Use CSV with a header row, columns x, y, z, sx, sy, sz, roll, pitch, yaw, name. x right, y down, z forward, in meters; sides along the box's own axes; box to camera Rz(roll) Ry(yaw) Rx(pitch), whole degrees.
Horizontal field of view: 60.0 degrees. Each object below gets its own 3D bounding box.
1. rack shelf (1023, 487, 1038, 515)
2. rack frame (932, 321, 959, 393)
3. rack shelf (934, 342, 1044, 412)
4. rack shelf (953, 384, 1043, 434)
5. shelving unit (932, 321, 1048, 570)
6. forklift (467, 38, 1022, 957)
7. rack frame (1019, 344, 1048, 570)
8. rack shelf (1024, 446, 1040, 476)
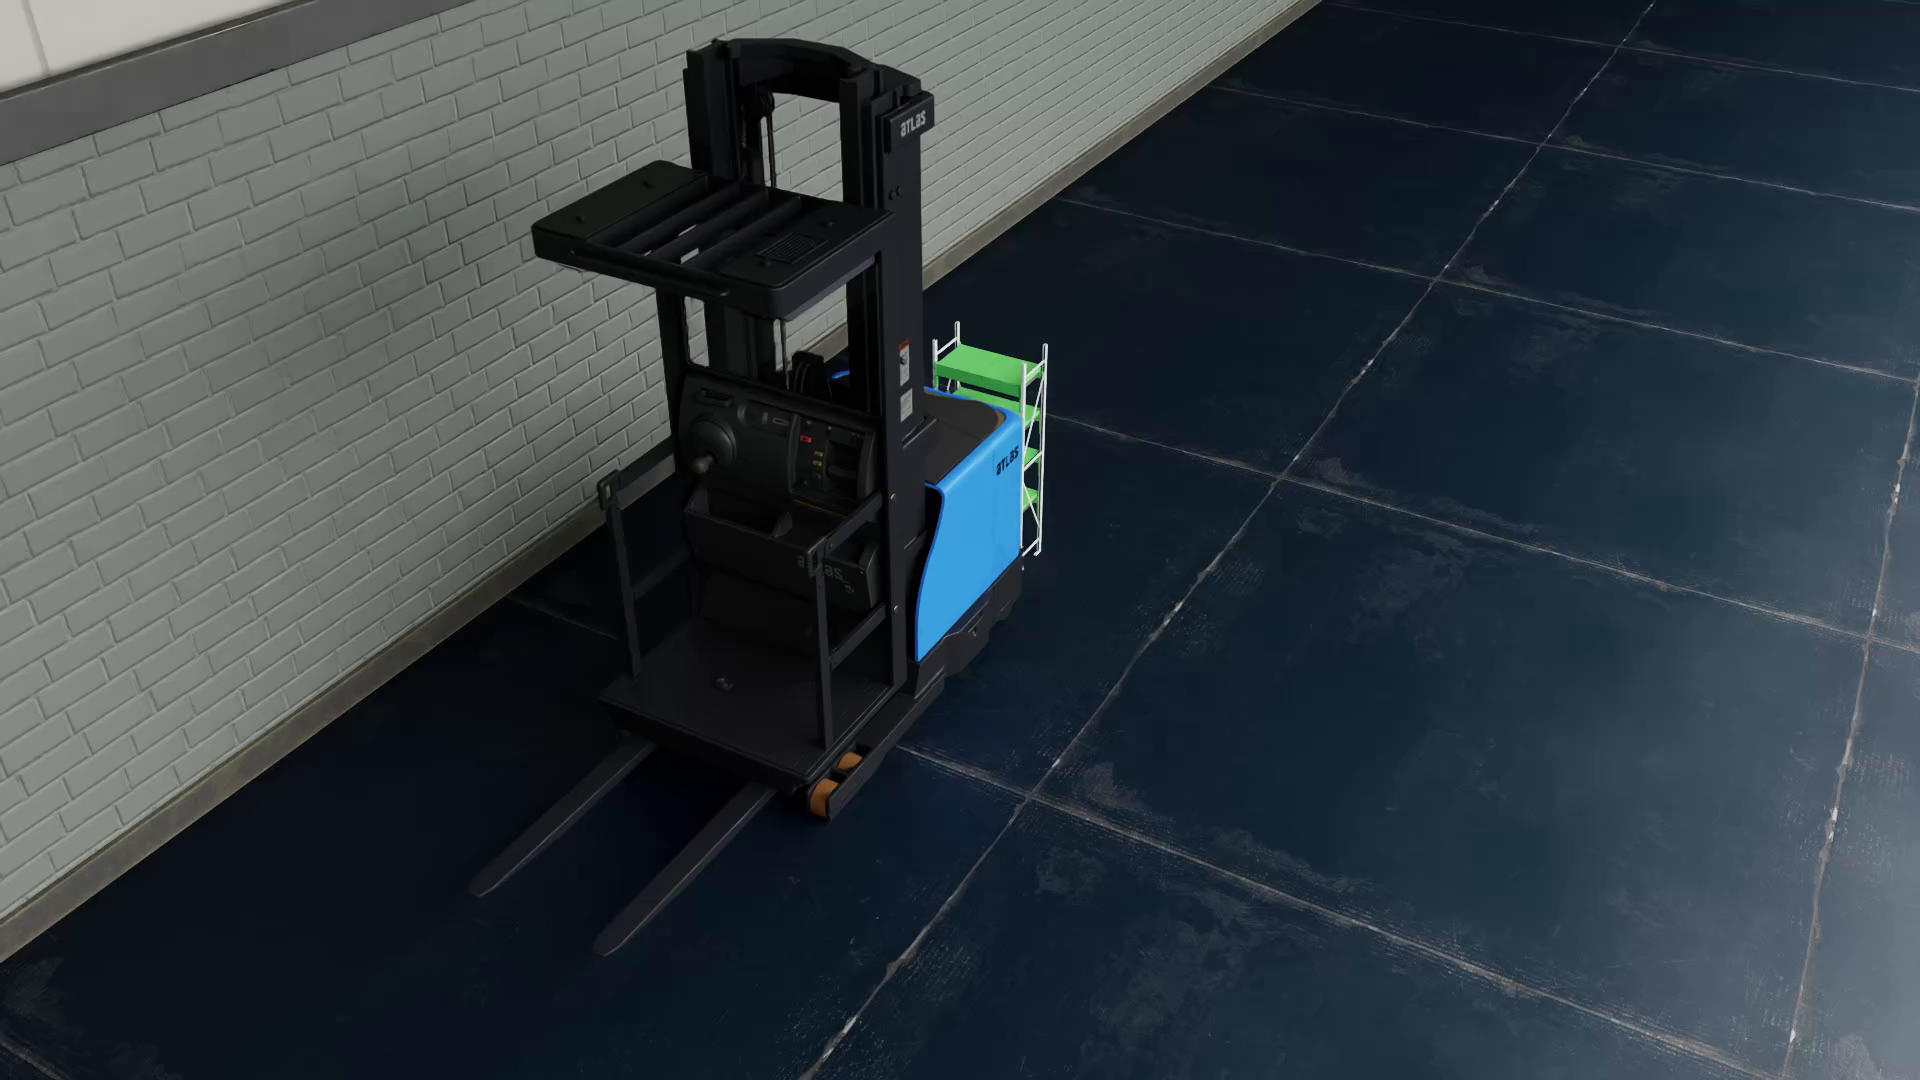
x,y,z,sx,sy,sz,roll,pitch,yaw,name
0.144,-0.201,8.518,0.480,0.148,0.258,18,37,24,rack shelf
-0.068,-0.521,8.450,0.015,1.200,0.240,18,37,24,rack frame
0.144,-0.800,8.118,0.480,0.148,0.258,18,37,24,rack shelf
0.144,-0.600,8.251,0.480,0.148,0.258,18,37,24,rack shelf
0.144,-0.454,8.349,0.503,1.200,0.258,18,37,24,shelving unit
-0.853,-0.337,6.612,1.130,2.935,3.031,17,37,24,forklift
0.356,-0.387,8.248,0.015,1.200,0.240,18,37,24,rack frame
0.144,-0.401,8.384,0.480,0.148,0.258,18,37,24,rack shelf
